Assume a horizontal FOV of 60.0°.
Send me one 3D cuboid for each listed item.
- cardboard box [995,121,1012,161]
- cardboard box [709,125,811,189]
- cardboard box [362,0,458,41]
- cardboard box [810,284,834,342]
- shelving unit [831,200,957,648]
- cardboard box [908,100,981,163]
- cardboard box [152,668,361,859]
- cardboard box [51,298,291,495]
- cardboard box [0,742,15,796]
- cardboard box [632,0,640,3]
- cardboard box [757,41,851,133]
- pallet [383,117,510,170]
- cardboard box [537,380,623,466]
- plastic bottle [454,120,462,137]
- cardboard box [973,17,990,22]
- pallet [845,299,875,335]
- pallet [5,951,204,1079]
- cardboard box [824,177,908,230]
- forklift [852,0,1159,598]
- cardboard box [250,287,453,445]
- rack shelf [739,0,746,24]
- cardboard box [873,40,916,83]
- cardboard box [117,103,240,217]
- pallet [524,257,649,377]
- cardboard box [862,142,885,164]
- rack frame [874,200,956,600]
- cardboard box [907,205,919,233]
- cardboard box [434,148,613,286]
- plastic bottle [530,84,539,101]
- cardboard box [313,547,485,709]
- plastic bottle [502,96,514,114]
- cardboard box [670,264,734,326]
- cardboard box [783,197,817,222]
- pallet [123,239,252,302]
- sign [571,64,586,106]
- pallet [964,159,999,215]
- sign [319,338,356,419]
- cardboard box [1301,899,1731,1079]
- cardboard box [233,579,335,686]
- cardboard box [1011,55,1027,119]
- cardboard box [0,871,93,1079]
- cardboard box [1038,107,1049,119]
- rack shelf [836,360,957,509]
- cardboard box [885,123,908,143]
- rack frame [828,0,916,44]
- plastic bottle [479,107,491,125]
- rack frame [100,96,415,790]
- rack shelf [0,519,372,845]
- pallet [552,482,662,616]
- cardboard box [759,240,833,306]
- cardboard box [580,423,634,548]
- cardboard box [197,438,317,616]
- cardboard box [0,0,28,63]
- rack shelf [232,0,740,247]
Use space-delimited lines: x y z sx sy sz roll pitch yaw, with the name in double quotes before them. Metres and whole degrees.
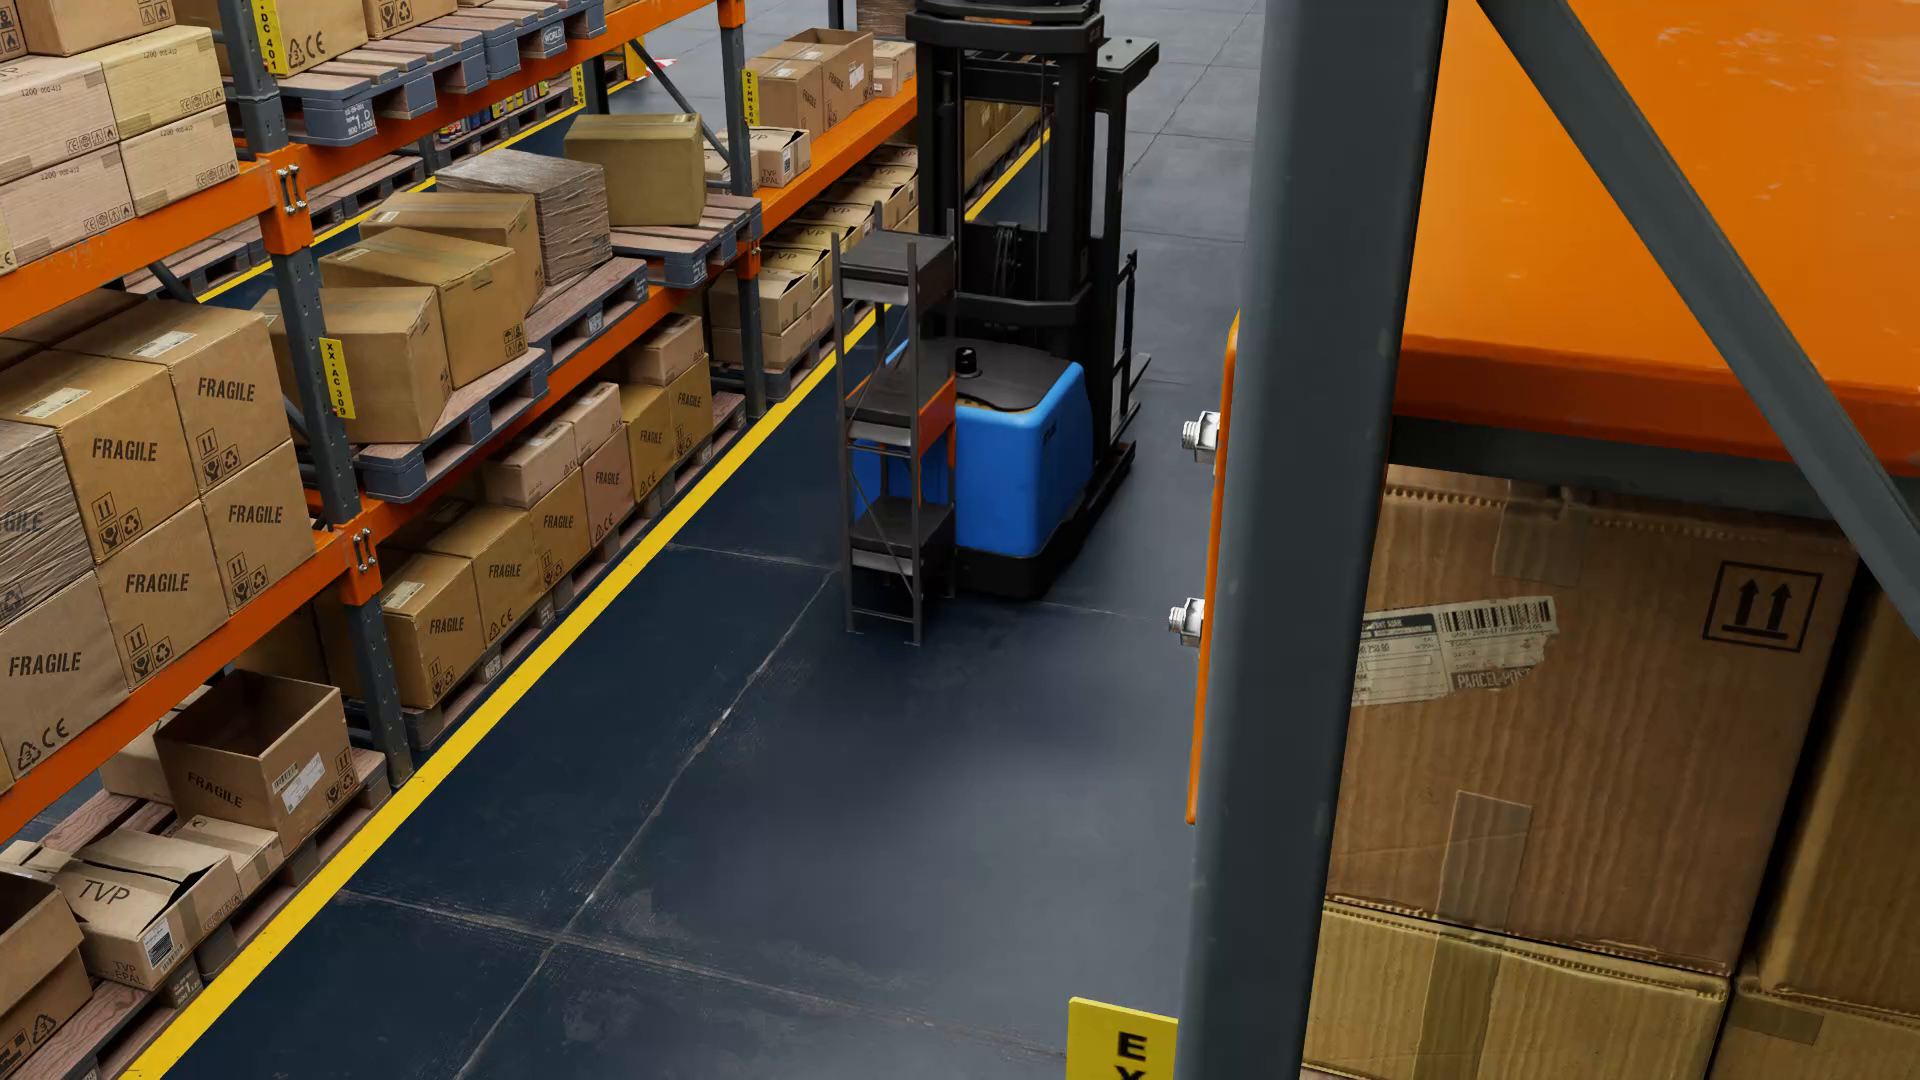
"cardboard box" 0.162 -3.650 15.122 0.500 0.250 0.500 8 30 15
"cardboard box" -1.294 -2.523 10.791 0.500 0.311 0.500 8 30 14
"cardboard box" -2.523 -2.434 6.817 0.600 0.600 0.600 8 30 14
"cardboard box" -1.160 -1.591 11.421 0.500 0.250 0.500 8 30 13
"shelving unit" -0.298 -0.528 8.040 0.431 2.100 0.503 10 31 18
"cardboard box" -0.132 -3.513 14.105 0.500 0.500 0.500 8 30 15
"cardboard box" -2.811 0.890 6.683 0.500 0.500 0.500 8 30 15
"cardboard box" -2.816 -0.524 5.974 0.500 0.500 0.500 9 30 15
"cardboard box" -3.262 0.626 4.936 0.500 0.500 0.500 9 30 16
"cardboard box" -1.987 -3.084 8.520 0.910 0.500 0.500 8 30 15
"cardboard box" -1.110 -3.244 11.894 0.500 0.500 0.500 9 30 15
"pallet" -5.064 -3.829 15.916 1.003 0.211 1.213 8 30 15
"cardboard box" -2.100 -0.631 8.645 0.500 0.250 0.500 8 30 14
"plastic bottle" -4.729 -3.891 15.584 0.097 0.201 0.097 0 29 0
"cardboard box" -0.143 -4.762 14.622 0.700 0.500 0.500 9 30 16
"pallet" -1.102 -1.897 12.444 1.003 0.211 1.213 8 30 15
"pallet" -3.474 1.792 5.813 1.003 0.211 1.213 8 30 15
"cardboard box" -0.707 -2.556 12.579 0.500 0.311 0.500 8 30 15
"forklift" 0.417 -1.682 9.259 1.130 2.935 3.031 10 31 18
"cardboard box" -2.562 -0.730 6.943 0.700 0.500 0.500 -1 29 -2
"rack shelf" -1.154 -4.100 11.189 1.077 0.370 4.000 8 30 15
"cardboard box" -0.670 -3.732 13.028 0.500 0.250 0.500 10 31 18
"cardboard box" -2.804 -1.296 5.563 0.500 0.250 0.500 8 30 15
"pallet" -2.308 -1.186 8.493 1.003 0.211 1.213 8 30 15
"cardboard box" -0.927 -3.103 13.562 0.500 0.311 0.500 9 30 15
"rack frame" -0.213 -0.640 8.240 0.400 2.100 0.015 10 31 18
"cardboard box" -0.562 -2.546 13.137 0.500 0.250 0.500 8 30 14
"cardboard box" -2.269 -1.695 8.676 0.700 0.500 0.500 14 32 24
"plastic bottle" -4.347 -4.573 16.734 0.152 0.276 0.135 9 30 15
"cardboard box" -2.540 0.395 7.573 0.500 0.500 0.500 7 30 13
"plastic bottle" -4.487 -4.377 16.305 0.144 0.351 0.185 8 30 14
"cardboard box" -1.823 -1.679 11.003 0.500 0.311 0.500 9 30 16
"cardboard box" -1.377 -2.389 12.278 0.500 0.311 0.500 9 30 16
"pallet" -6.211 -2.018 12.661 1.003 0.211 1.213 8 30 15
"sign" -2.273 -2.758 9.930 0.100 0.325 0.005 8 30 15
"pallet" -0.294 -3.178 14.745 1.003 0.211 1.213 8 30 15
"sign" -2.394 -0.619 6.387 0.100 0.325 0.005 8 30 15
"cardboard box" 0.608 0.398 1.982 0.500 0.250 0.500 9 30 16
"cardboard box" -3.044 0.315 7.717 0.500 0.500 0.500 8 30 15
"cardboard box" 0.306 -4.211 15.359 0.500 0.500 0.500 8 30 15
"cardboard box" -3.462 1.458 5.660 0.797 0.503 0.637 8 30 15
"cardboard box" 0.597 -4.348 16.377 0.500 0.250 0.500 8 30 15
"rack shelf" -0.298 -0.516 8.046 0.431 0.518 0.480 10 31 18
"cardboard box" -0.482 -3.820 14.656 0.500 0.500 0.500 8 30 15
"rack frame" -0.567 -4.033 13.414 1.000 3.000 0.127 8 30 15
"plastic bottle" -4.612 -4.180 15.950 0.144 0.351 0.185 7 30 13
"rack frame" -2.915 -0.315 6.731 1.000 3.000 0.127 8 30 15
"rack shelf" -3.502 0.929 5.235 1.077 0.370 4.000 8 30 15
"pallet" -2.357 -0.049 9.120 1.003 0.211 1.213 8 30 15
"cardboard box" -1.161 -1.848 11.305 0.500 0.311 0.500 8 30 14
"cardboard box" -2.092 -0.320 8.859 0.500 0.500 0.500 7 30 13
"cardboard box" -2.817 -0.090 6.223 0.500 0.500 0.500 9 30 16
"cardboard box" -3.304 -1.663 4.937 0.700 0.500 0.500 8 30 15
"rack shelf" -2.328 -2.241 7.847 1.077 0.370 4.000 8 30 15
